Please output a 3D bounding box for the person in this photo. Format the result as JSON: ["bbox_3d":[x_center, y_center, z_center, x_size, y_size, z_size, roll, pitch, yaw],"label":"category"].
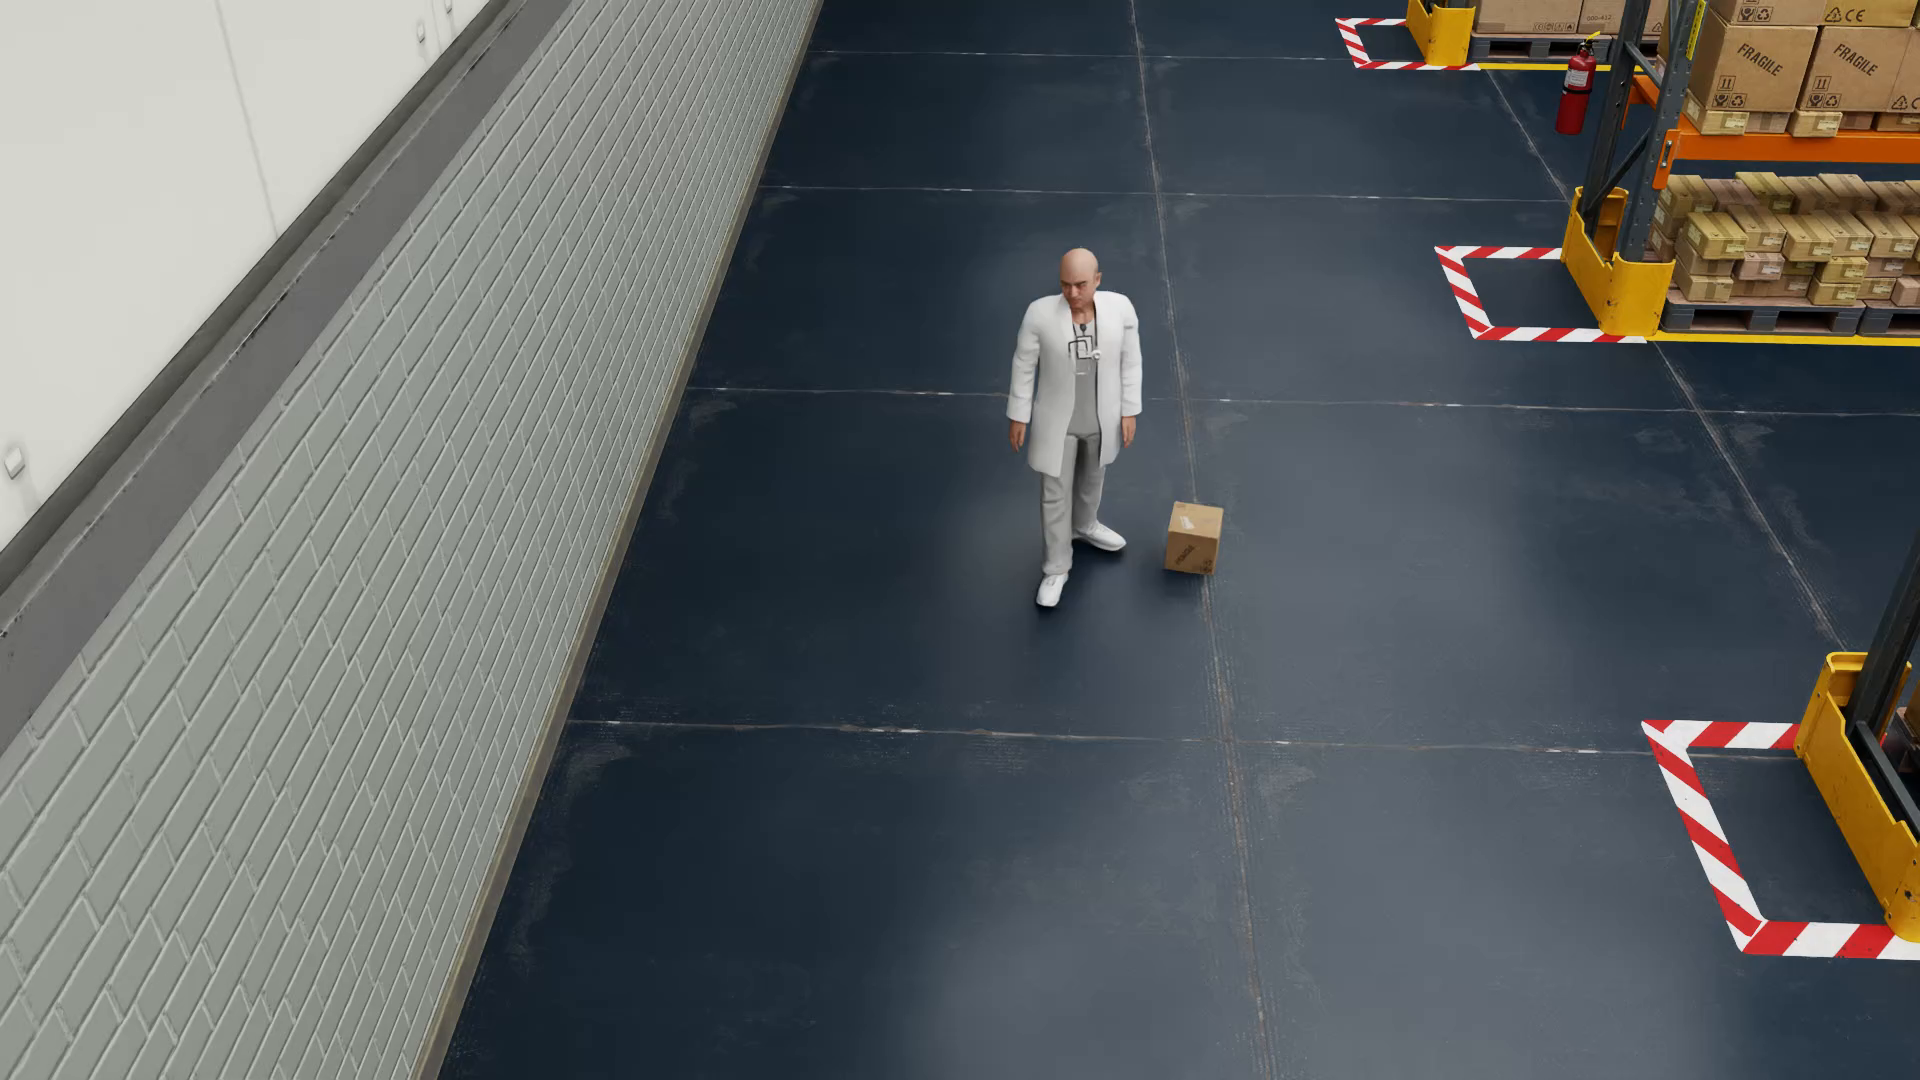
[{"bbox_3d":[0.550,-0.574,7.943,0.645,1.778,0.688,-6,36,-8],"label":"person"}]
